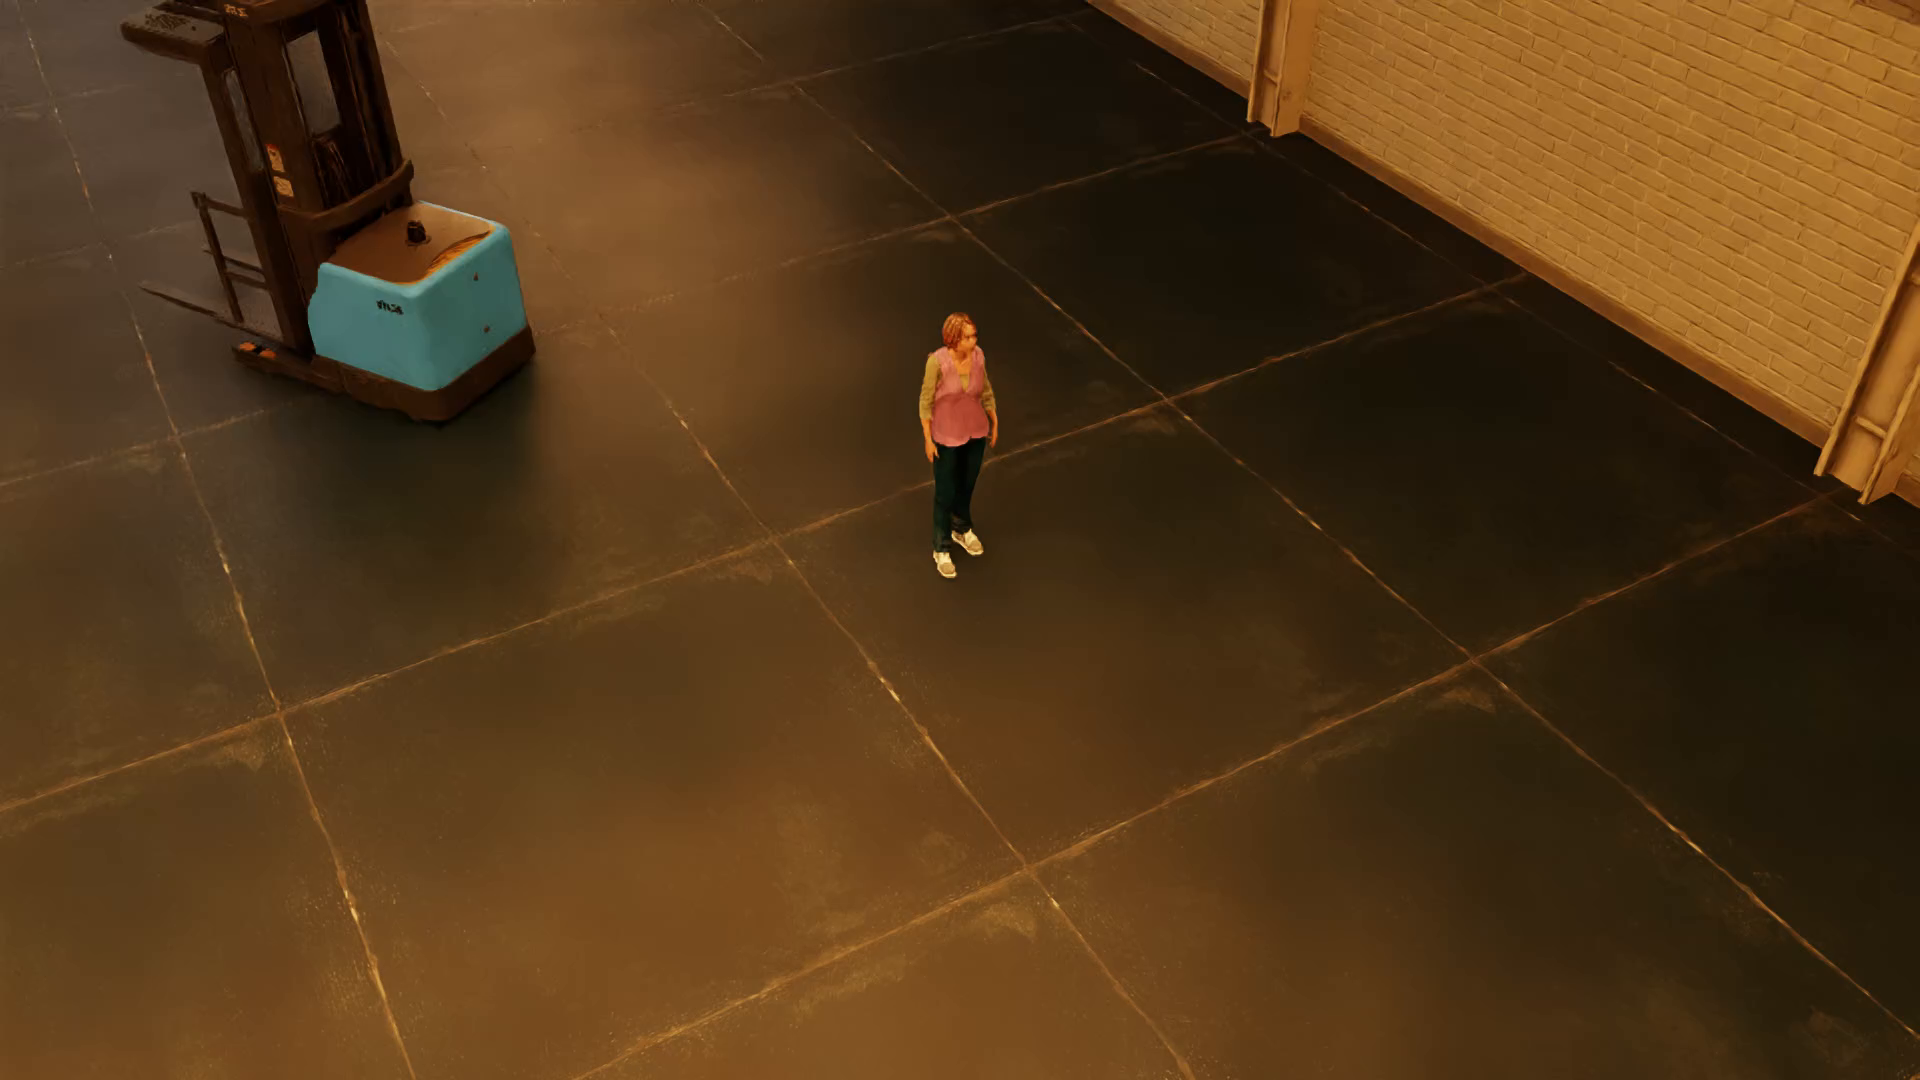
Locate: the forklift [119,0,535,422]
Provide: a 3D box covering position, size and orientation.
[{"bbox_3d":[-4.574,-2.588,11.156,3.031,2.935,1.130,18,43,21],"label":"forklift"}]

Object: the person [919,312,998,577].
[{"bbox_3d":[0.025,-0.575,9.763,0.520,1.597,0.474,-20,44,-23],"label":"person"}]
